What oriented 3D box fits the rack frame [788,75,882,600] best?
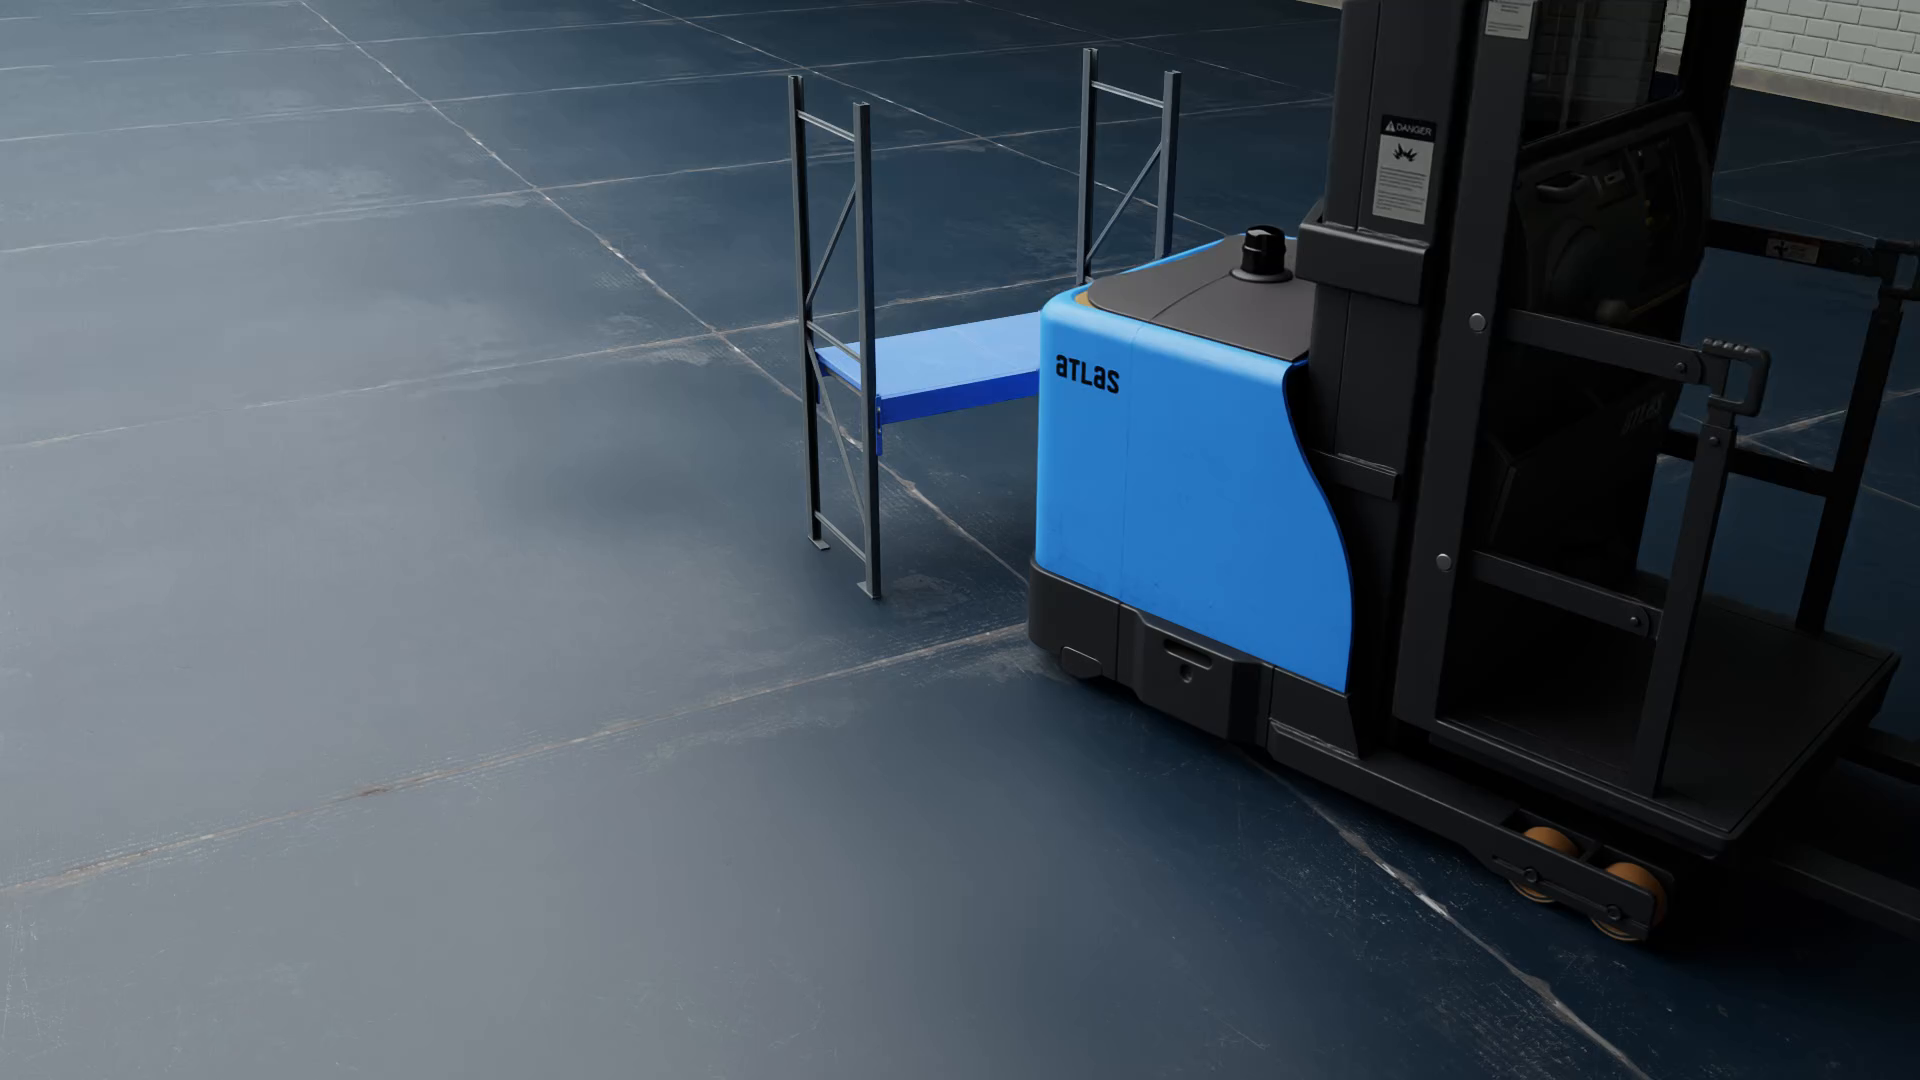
[{"bbox_3d":[-0.373,-0.590,4.998,0.032,1.500,0.500,-13,29,-25],"label":"rack frame"}]

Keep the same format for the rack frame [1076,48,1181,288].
[{"bbox_3d":[0.524,-0.797,5.429,0.032,1.500,0.500,-13,29,-25],"label":"rack frame"}]

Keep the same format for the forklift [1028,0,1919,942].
[{"bbox_3d":[1.609,-0.695,3.562,3.031,2.935,1.130,22,34,39],"label":"forklift"}]

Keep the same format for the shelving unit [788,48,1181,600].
[{"bbox_3d":[0.075,-0.693,5.214,1.048,1.500,0.538,-13,29,-25],"label":"shelving unit"}]

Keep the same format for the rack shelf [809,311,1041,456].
[{"bbox_3d":[0.075,-0.531,5.291,1.000,0.185,0.538,-13,29,-25],"label":"rack shelf"}]
